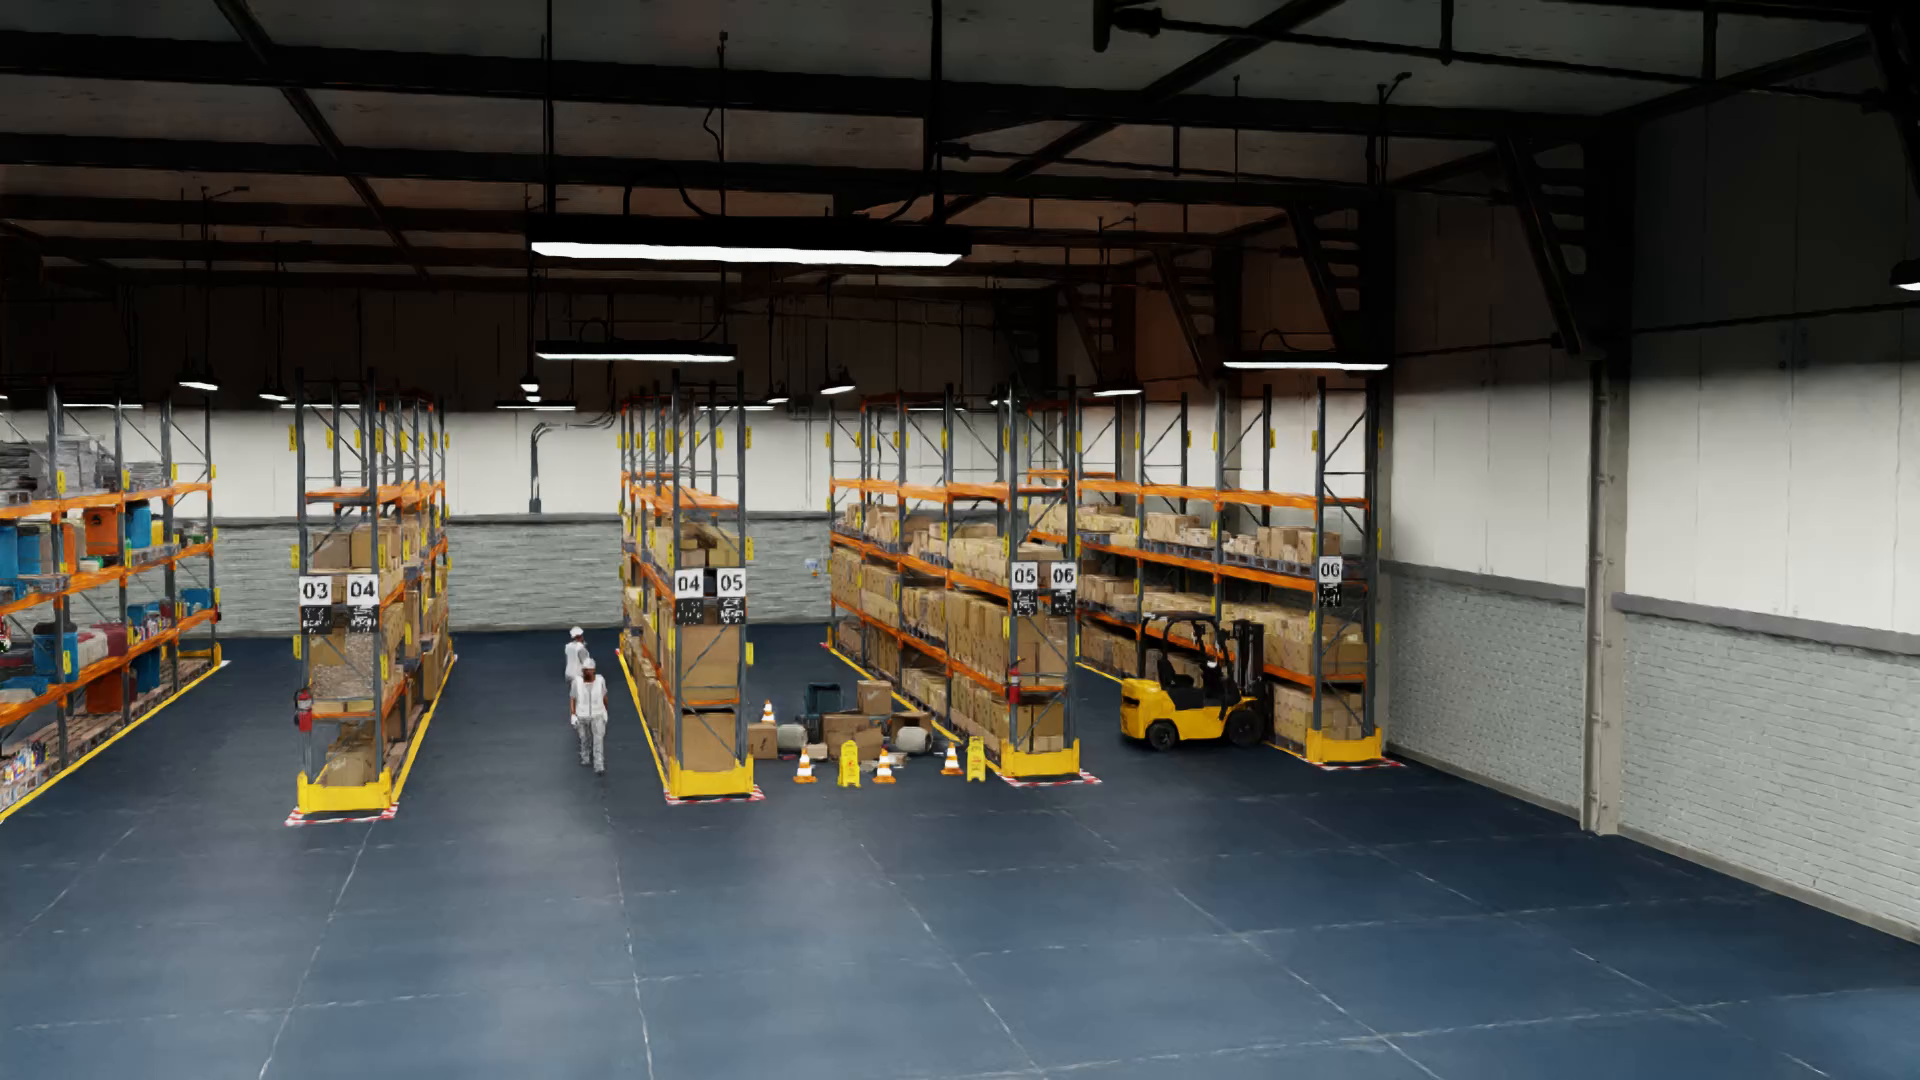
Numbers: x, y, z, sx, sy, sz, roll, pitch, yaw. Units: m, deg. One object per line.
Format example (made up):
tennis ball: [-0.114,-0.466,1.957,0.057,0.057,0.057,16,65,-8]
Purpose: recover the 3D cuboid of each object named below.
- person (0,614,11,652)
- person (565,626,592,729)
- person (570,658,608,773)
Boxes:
person: [-20.043,2.070,34.582,0.550,1.709,1.128,-1,4,-16]
person: [-6.605,2.377,28.890,0.586,1.780,0.448,3,5,44]
person: [-5.617,2.632,25.194,0.566,1.706,1.122,-1,3,-12]
